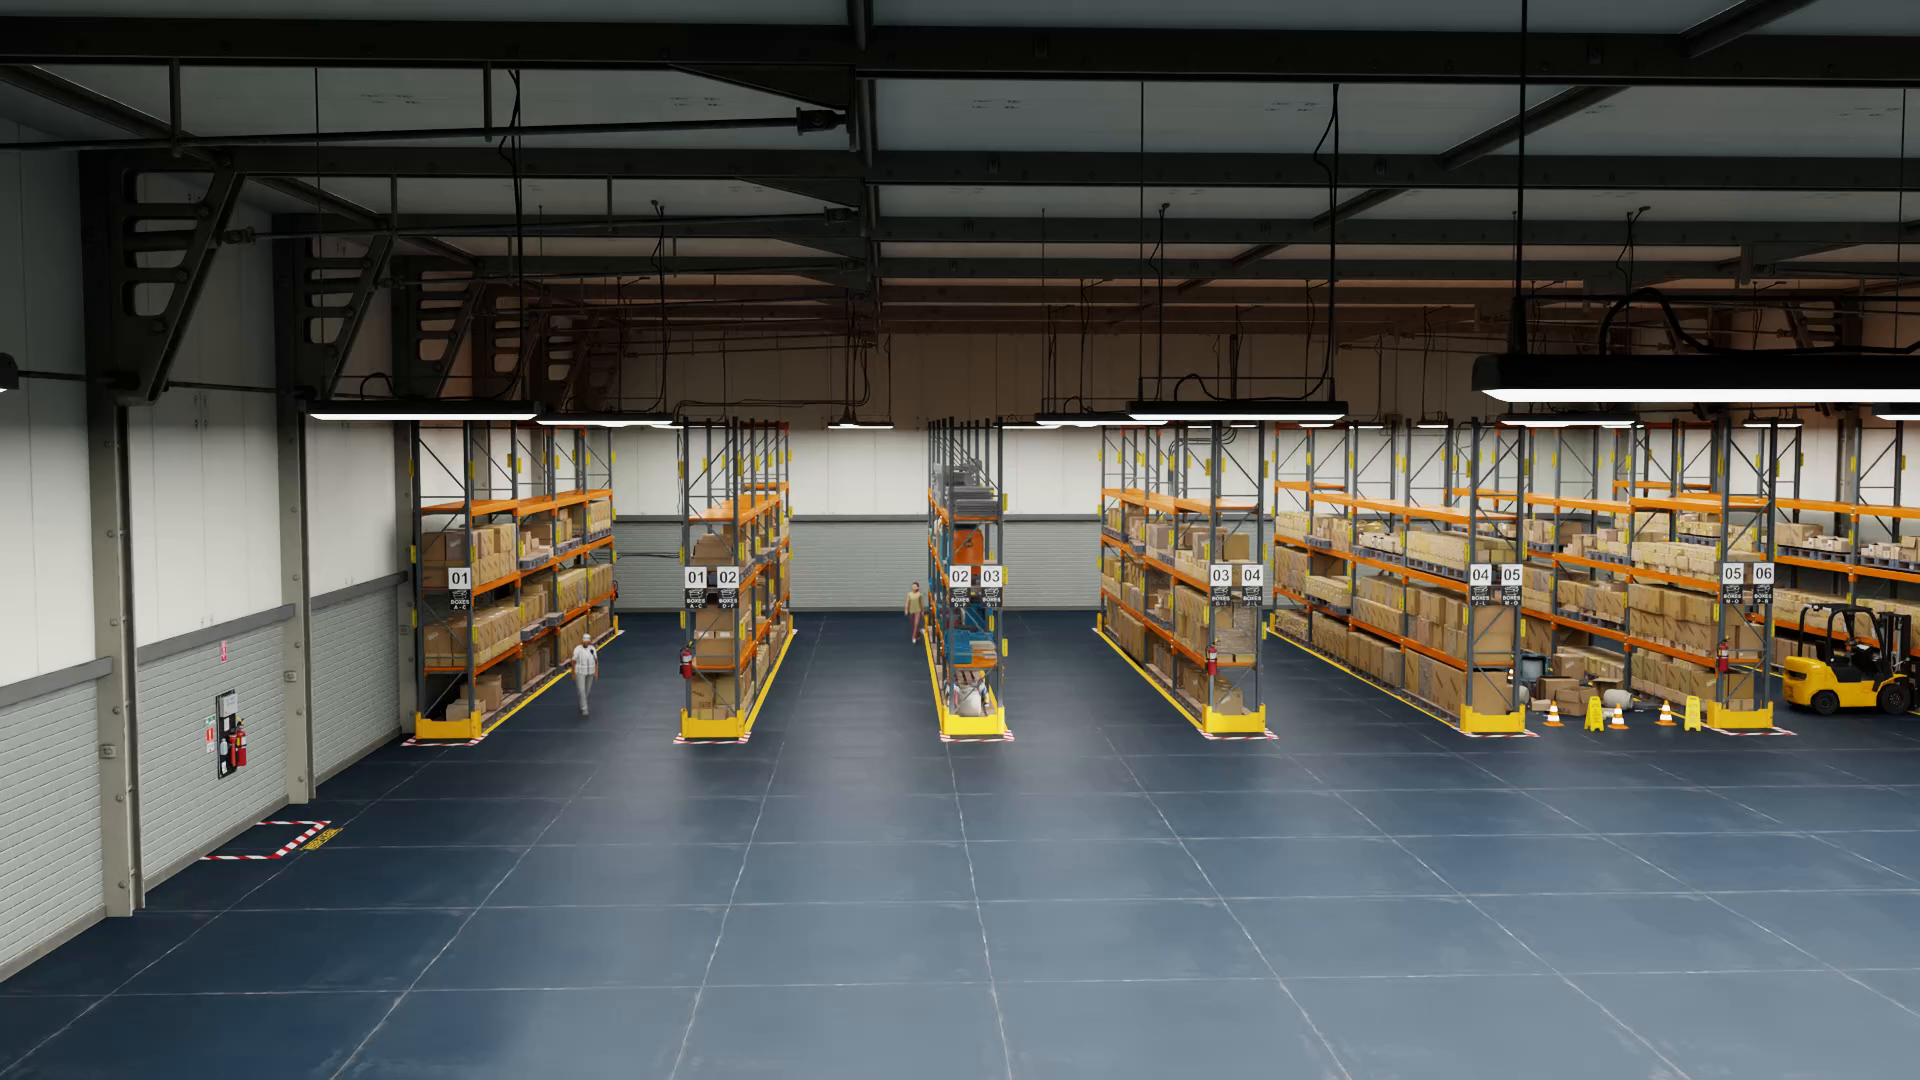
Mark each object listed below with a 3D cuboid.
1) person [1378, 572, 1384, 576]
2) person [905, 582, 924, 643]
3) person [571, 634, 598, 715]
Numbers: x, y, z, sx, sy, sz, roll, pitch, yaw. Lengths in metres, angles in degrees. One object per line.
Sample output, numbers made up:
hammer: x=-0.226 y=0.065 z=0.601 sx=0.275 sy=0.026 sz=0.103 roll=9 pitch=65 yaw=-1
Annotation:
person: x=12.724 y=1.694 z=50.280 sx=0.886 sy=1.482 sz=0.407 roll=3 pitch=5 yaw=38
person: x=-1.265 y=2.005 z=45.076 sx=0.457 sy=1.497 sz=1.038 roll=1 pitch=4 yaw=17
person: x=-7.579 y=2.699 z=33.634 sx=0.525 sy=1.607 sz=0.992 roll=-3 pitch=5 yaw=-38
